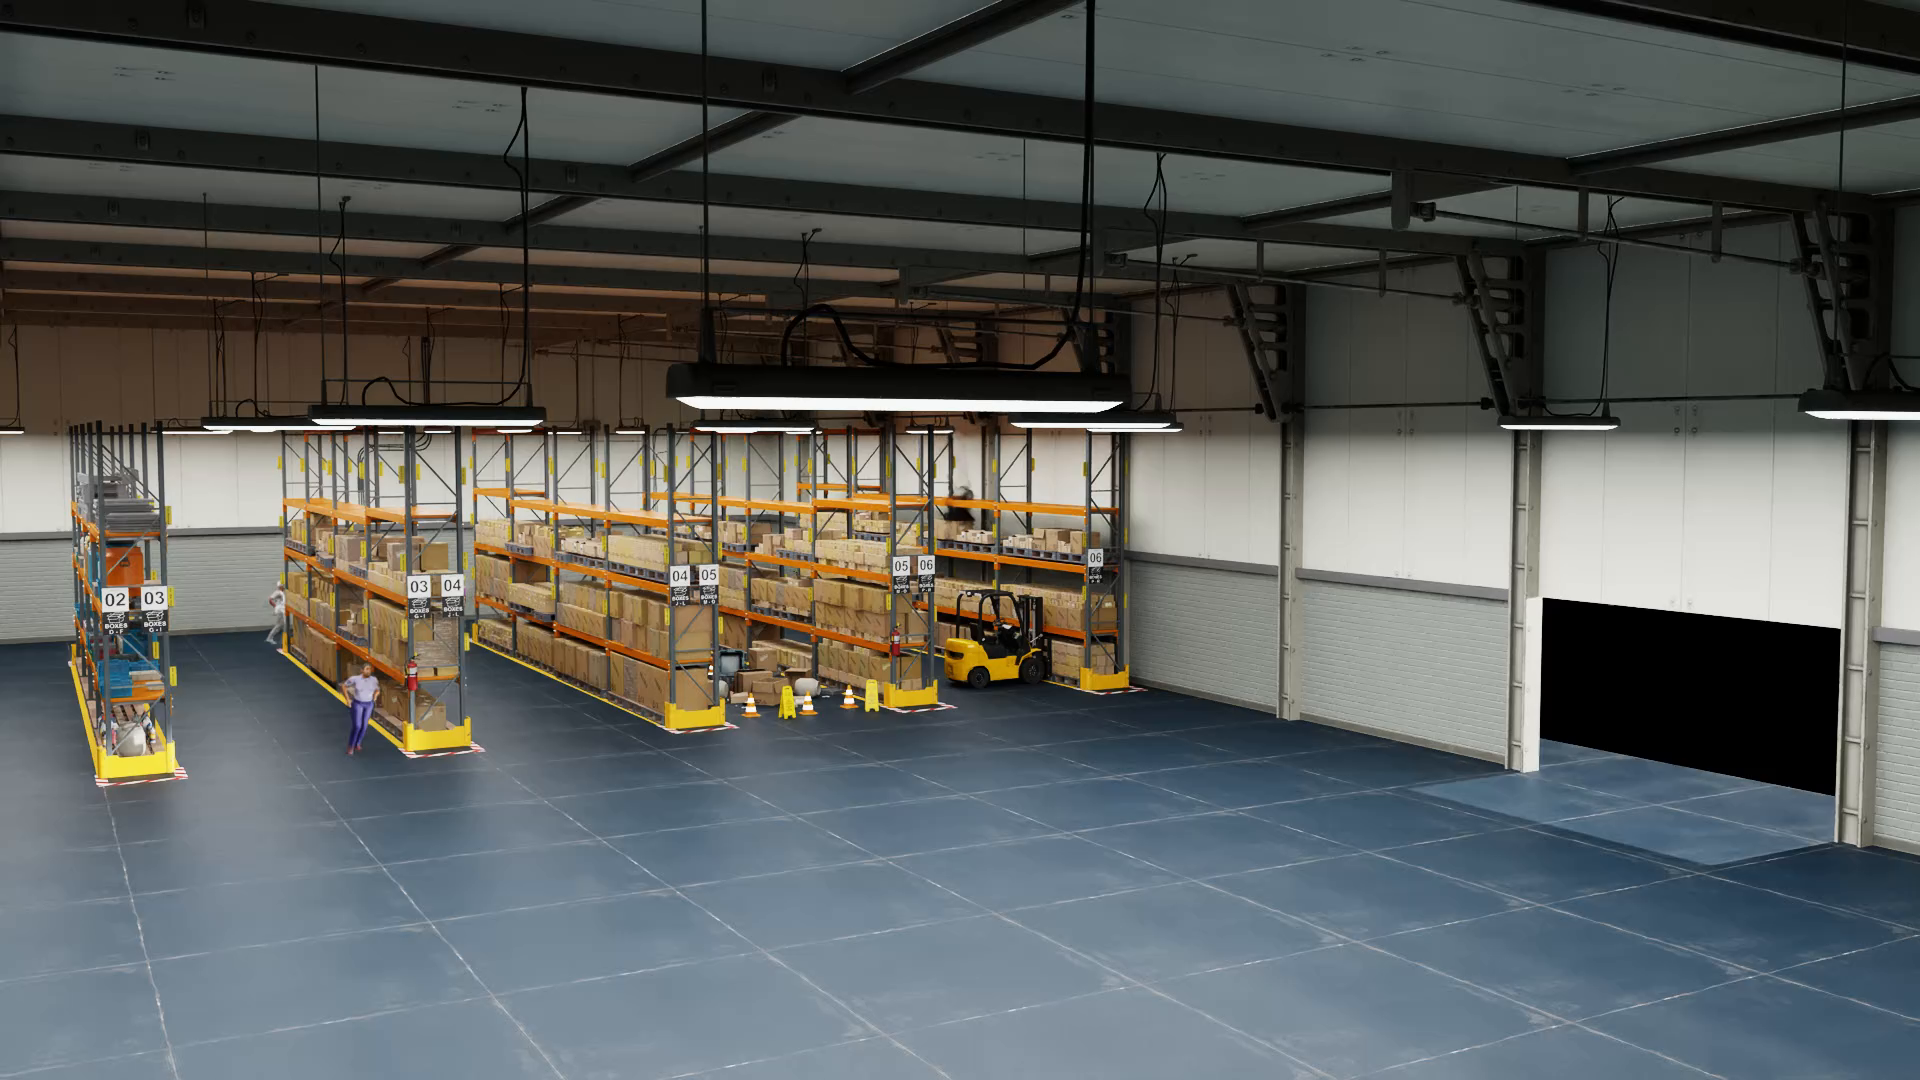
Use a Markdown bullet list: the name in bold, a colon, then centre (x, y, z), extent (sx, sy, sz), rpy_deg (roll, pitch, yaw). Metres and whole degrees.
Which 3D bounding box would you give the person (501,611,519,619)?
- **person**: centre (-13.127, 1.905, 48.530), extent (0.754, 1.735, 0.537), rpy_deg (-3, 5, -39)

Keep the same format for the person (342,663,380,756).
- **person**: centre (-10.830, 3.073, 30.137), extent (0.653, 1.674, 0.692), rpy_deg (-3, 5, -41)

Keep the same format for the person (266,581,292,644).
- **person**: centre (-18.534, 2.025, 45.396), extent (0.832, 1.843, 0.663), rpy_deg (-1, 4, -15)
